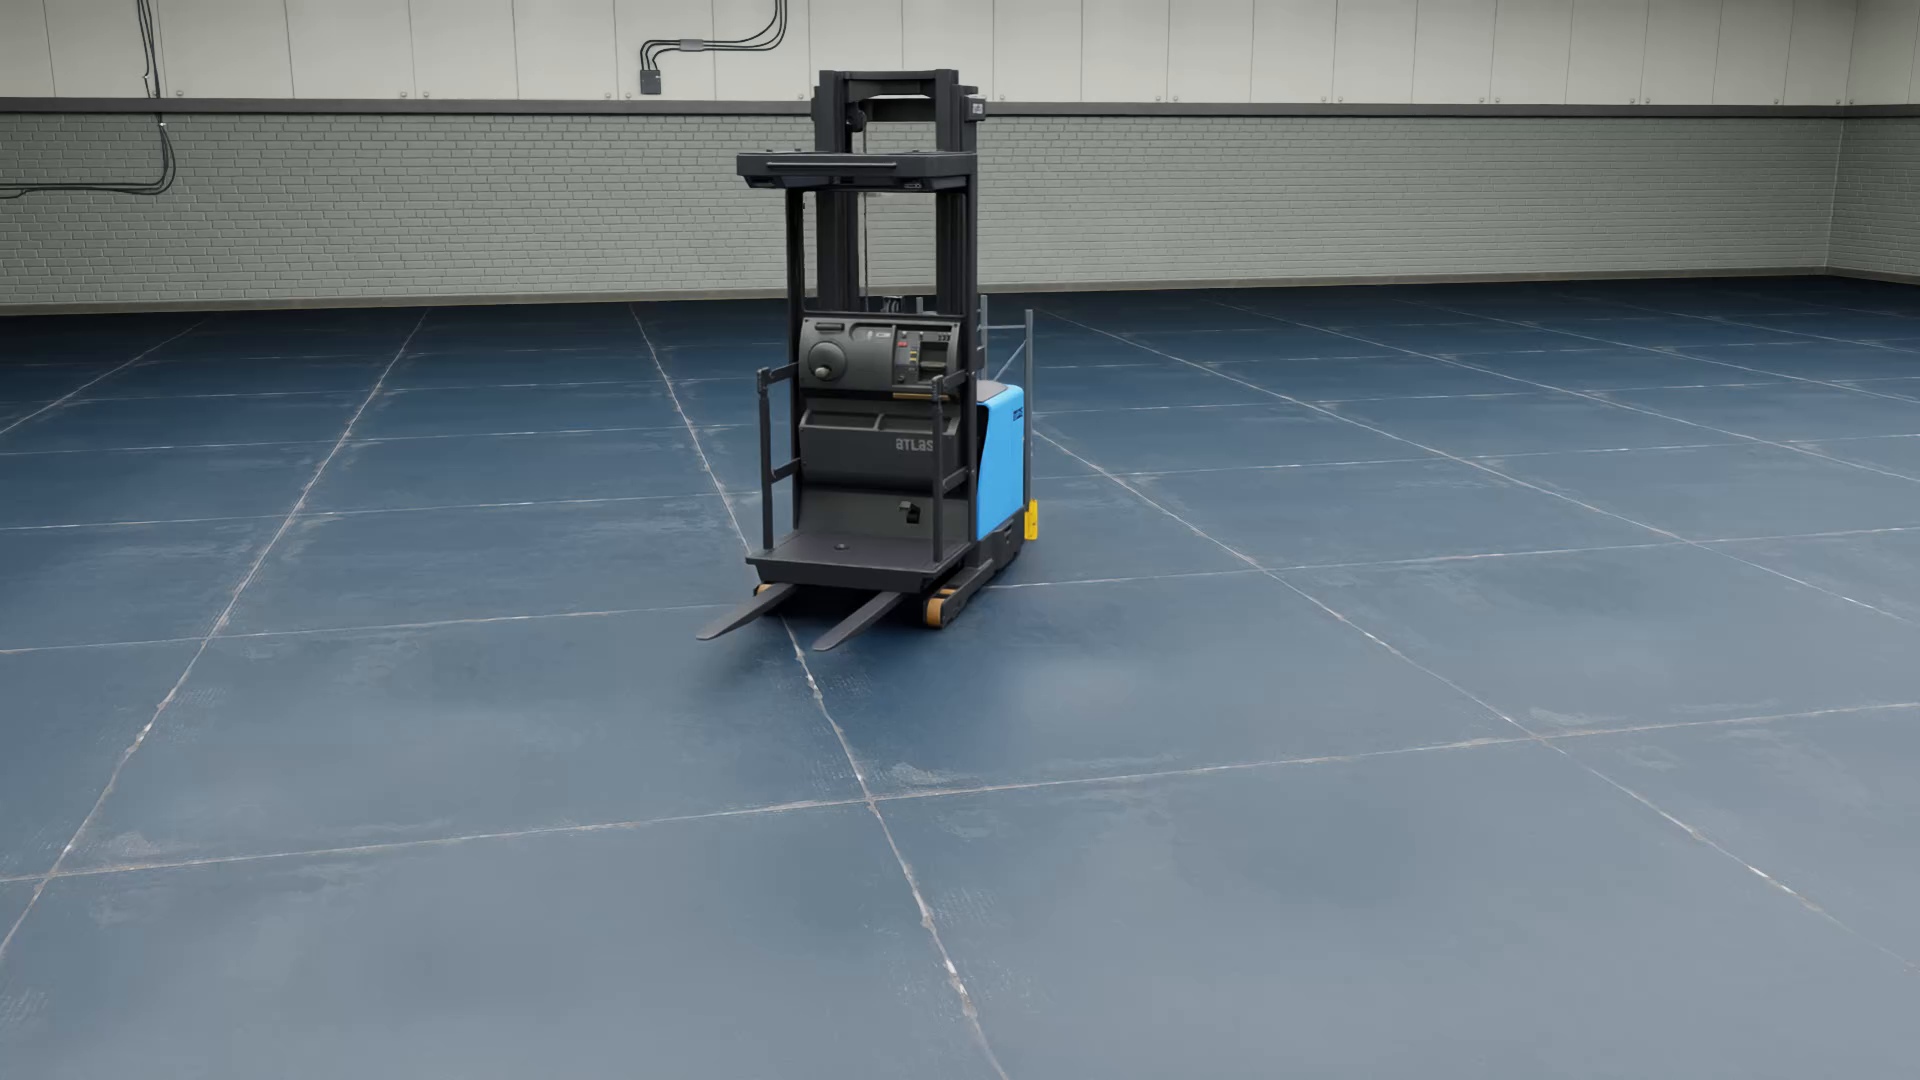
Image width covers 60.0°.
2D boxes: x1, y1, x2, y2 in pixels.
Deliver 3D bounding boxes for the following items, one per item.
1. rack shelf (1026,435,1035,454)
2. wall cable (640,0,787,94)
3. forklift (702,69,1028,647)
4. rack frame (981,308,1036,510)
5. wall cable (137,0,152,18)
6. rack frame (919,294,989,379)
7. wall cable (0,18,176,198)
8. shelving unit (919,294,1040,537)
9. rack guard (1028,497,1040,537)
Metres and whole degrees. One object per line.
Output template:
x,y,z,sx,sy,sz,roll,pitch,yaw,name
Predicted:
0.100,-0.686,11.334,0.538,0.185,1.000,-4,14,-16,rack shelf
-3.815,-9.893,25.295,2.305,6.003,0.169,-3,14,-13,wall cable
-0.490,-1.069,9.128,1.130,2.935,3.031,4,14,17,forklift
0.242,-0.745,10.817,0.500,1.500,0.032,-4,14,-16,rack frame
-10.417,-8.811,23.934,3.097,2.526,0.112,-3,14,-13,wall cable
-0.041,-0.977,11.765,0.500,1.500,0.032,-4,14,-16,rack frame
-13.047,-6.207,23.916,3.097,2.526,0.112,-3,14,-13,wall cable
0.103,-0.859,11.282,0.587,1.500,1.083,-4,14,-16,shelving unit
0.241,-0.138,10.966,0.587,0.250,0.087,-4,14,-16,rack guard
